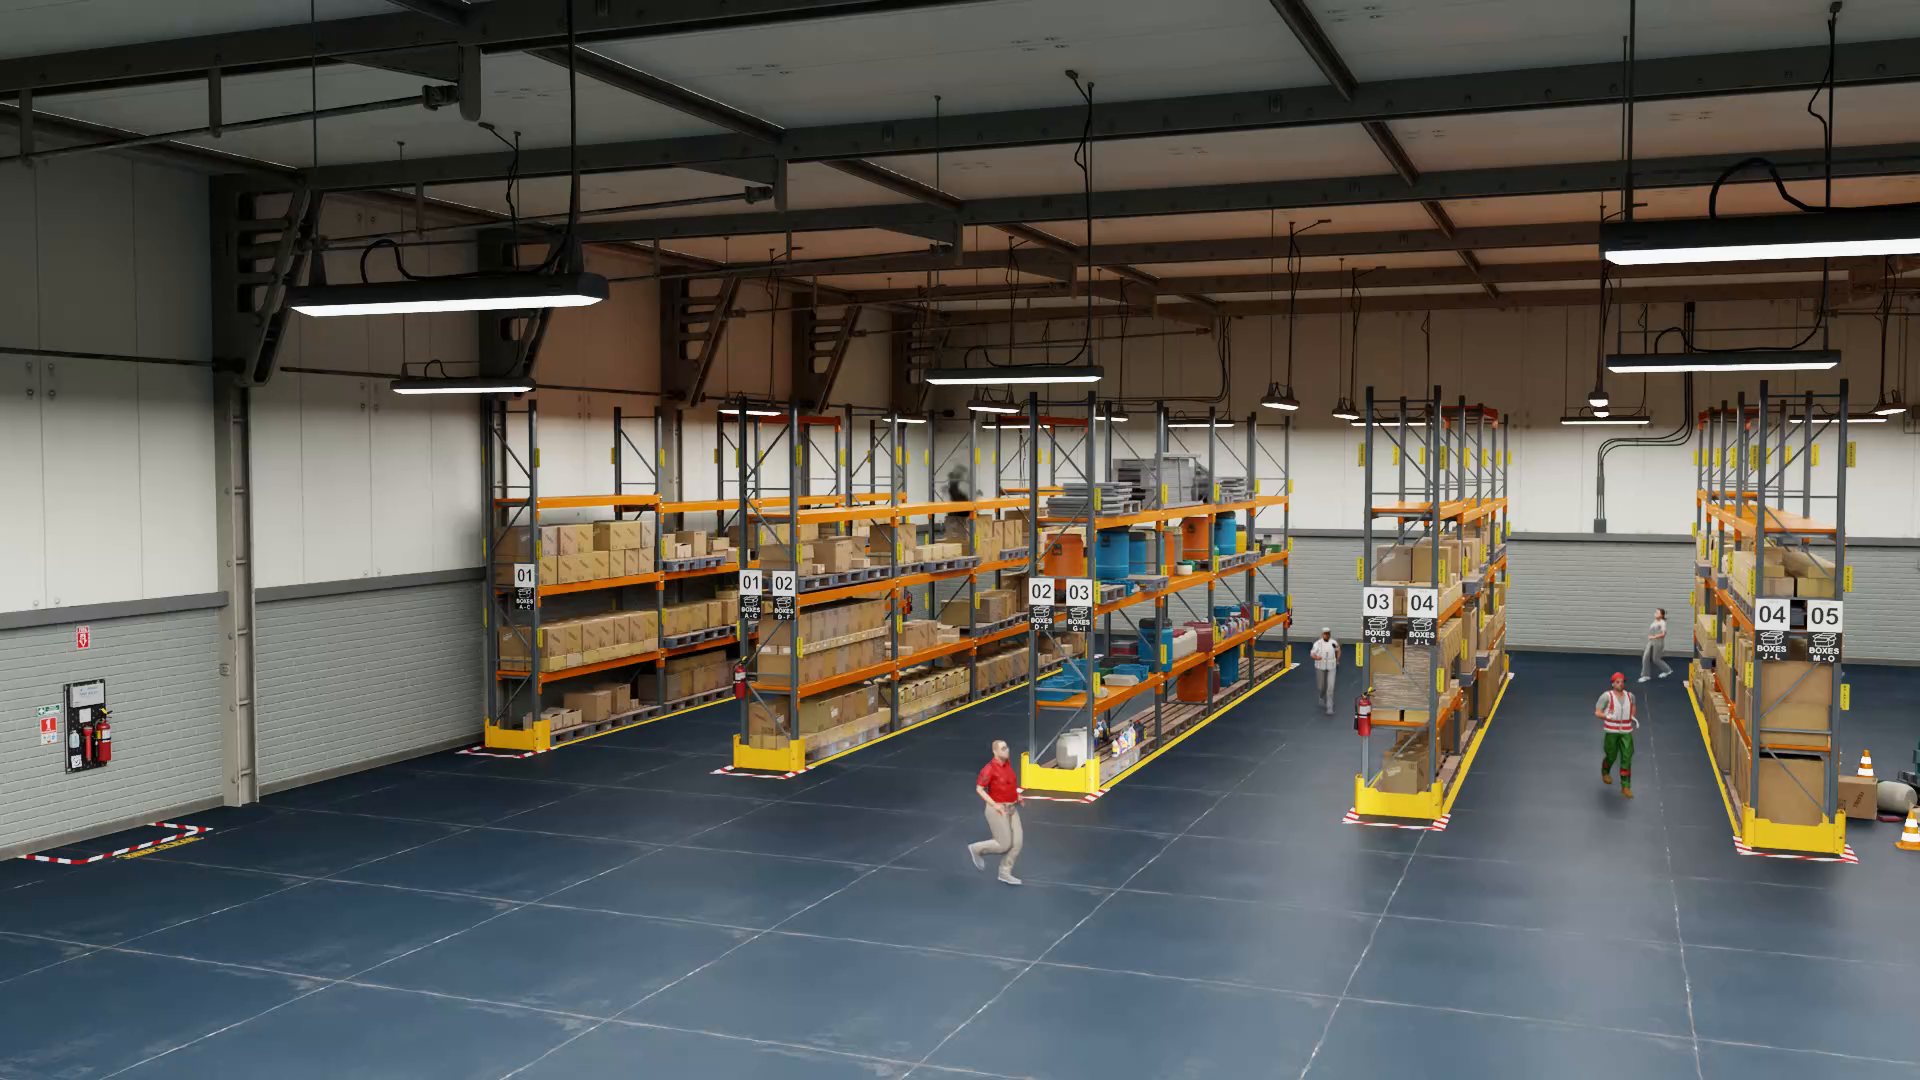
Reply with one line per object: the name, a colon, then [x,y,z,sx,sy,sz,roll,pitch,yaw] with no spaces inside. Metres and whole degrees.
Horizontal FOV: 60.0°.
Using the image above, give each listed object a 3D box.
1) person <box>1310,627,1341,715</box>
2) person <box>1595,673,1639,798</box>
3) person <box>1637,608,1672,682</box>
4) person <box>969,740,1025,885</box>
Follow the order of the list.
person: [7.191,2.546,32.664,0.606,1.665,0.864,0,3,8]
person: [9.772,2.861,24.706,0.654,1.783,0.988,0,3,4]
person: [15.622,2.362,37.173,0.824,1.646,0.584,-1,3,-11]
person: [0.453,3.198,19.636,0.654,1.688,0.664,2,3,36]
